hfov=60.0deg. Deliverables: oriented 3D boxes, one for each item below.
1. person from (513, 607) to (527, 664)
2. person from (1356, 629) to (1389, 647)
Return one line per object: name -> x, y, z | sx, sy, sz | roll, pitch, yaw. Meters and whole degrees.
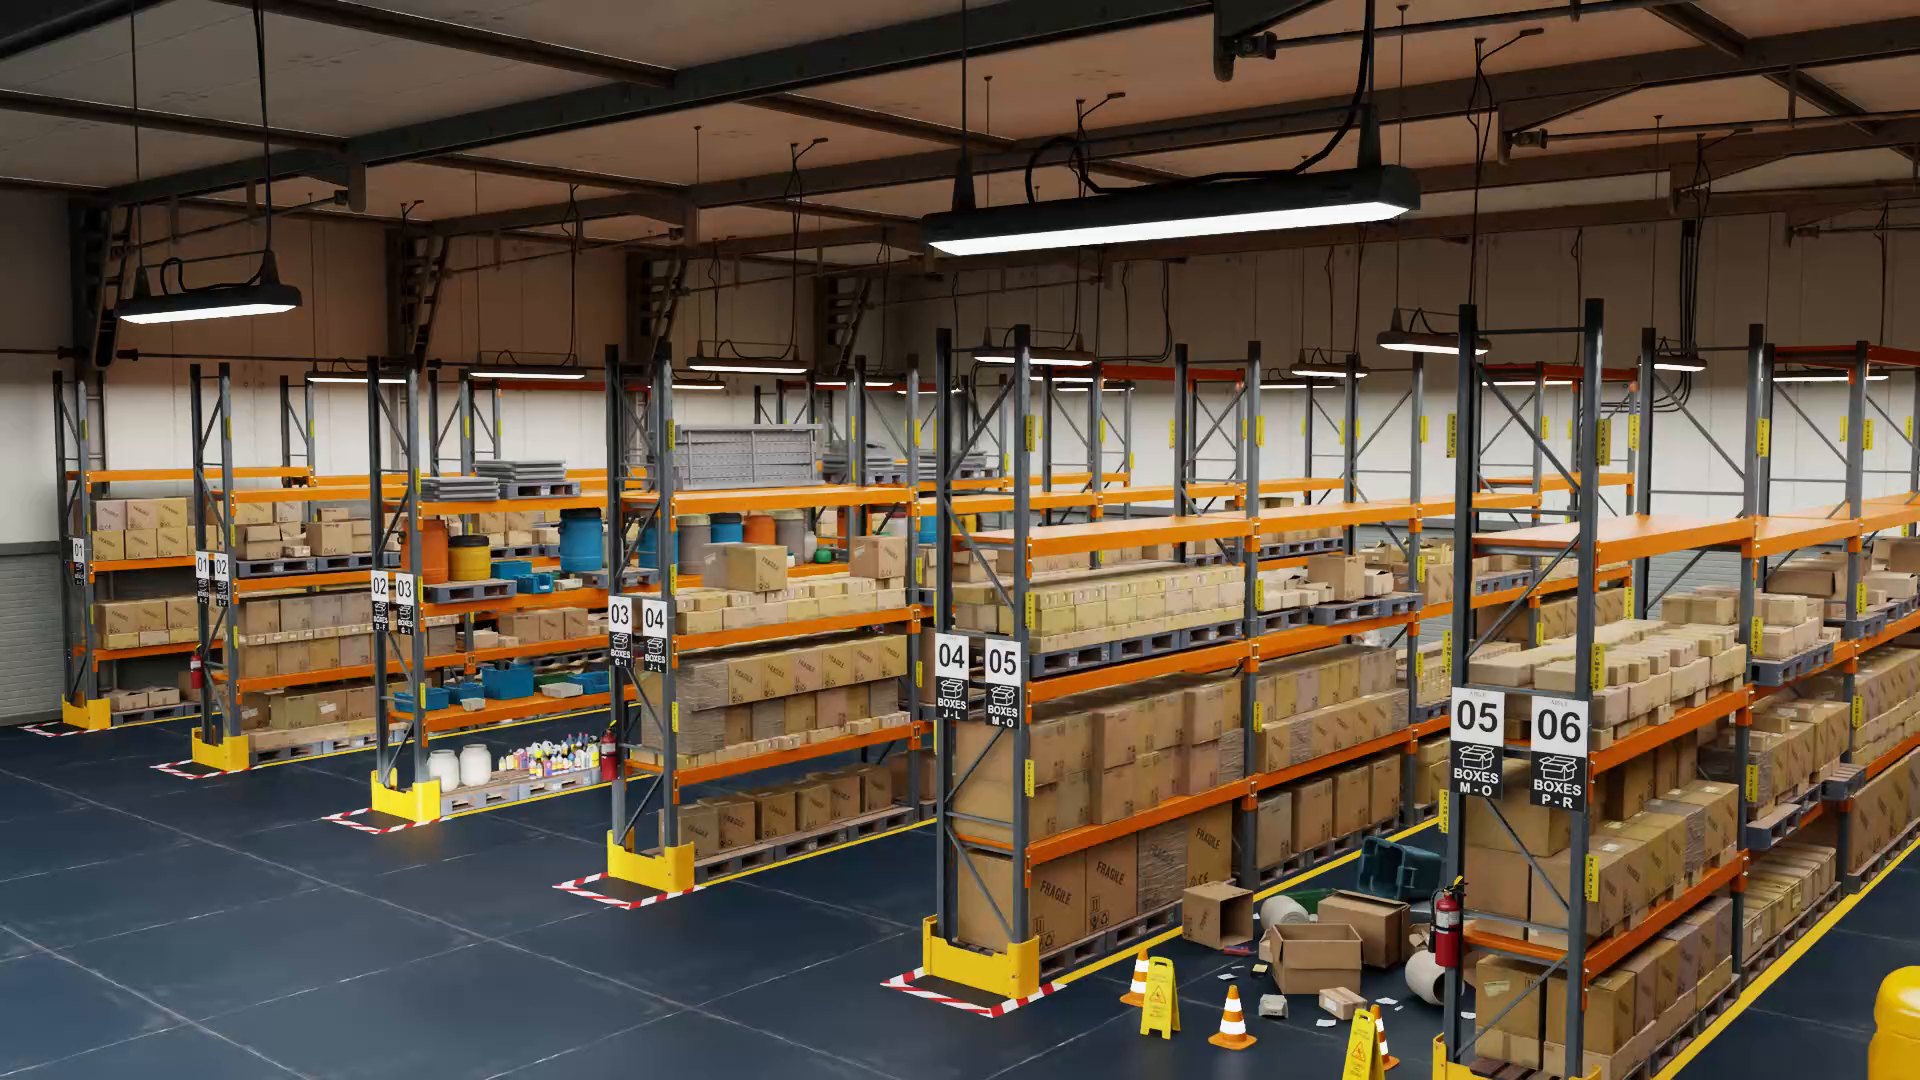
person -> -8.179, 2.053, 30.926 | 0.646, 1.845, 0.797 | 2, 5, 30
person -> 7.801, 2.030, 31.354 | 0.535, 1.749, 0.717 | 2, 5, 30
